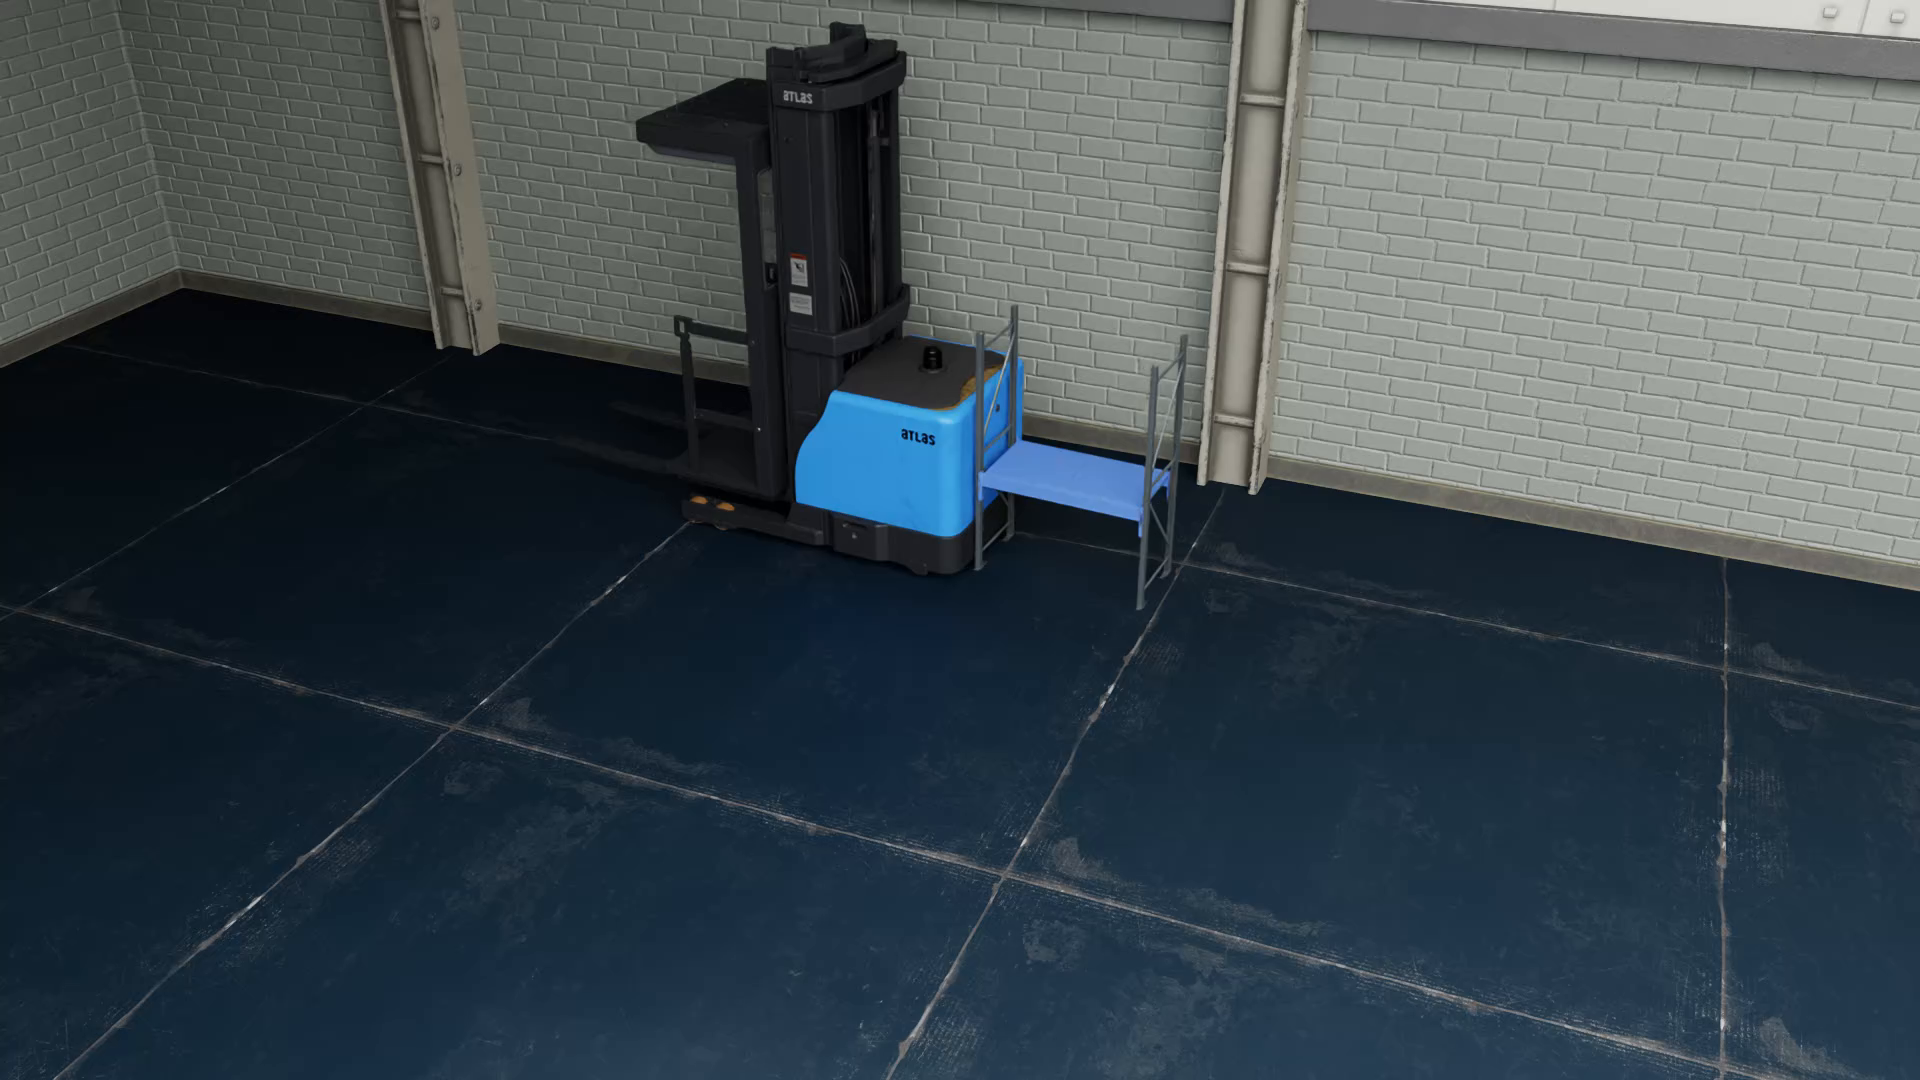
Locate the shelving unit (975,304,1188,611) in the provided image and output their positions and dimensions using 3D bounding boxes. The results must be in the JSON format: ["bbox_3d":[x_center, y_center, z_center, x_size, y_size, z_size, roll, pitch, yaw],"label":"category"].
[{"bbox_3d":[0.668,-0.472,9.472,1.048,1.500,0.538,14,32,22],"label":"shelving unit"}]

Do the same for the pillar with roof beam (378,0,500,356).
[{"bbox_3d":[-5.403,-3.461,7.139,0.400,9.000,9.100,11,31,19],"label":"pillar with roof beam"}]

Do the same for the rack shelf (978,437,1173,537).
[{"bbox_3d":[0.668,-0.315,9.561,1.000,0.185,0.538,14,32,22],"label":"rack shelf"}]

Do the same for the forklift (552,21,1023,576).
[{"bbox_3d":[-1.161,-1.555,9.934,3.031,2.935,1.130,14,32,22],"label":"forklift"}]

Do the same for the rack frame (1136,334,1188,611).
[{"bbox_3d":[1.125,-0.362,9.278,0.032,1.500,0.500,14,32,22],"label":"rack frame"}]

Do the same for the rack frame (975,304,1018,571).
[{"bbox_3d":[0.211,-0.582,9.666,0.032,1.500,0.500,14,32,22],"label":"rack frame"}]

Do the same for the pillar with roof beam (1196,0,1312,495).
[{"bbox_3d":[0.157,-2.351,5.175,0.400,9.000,9.100,11,31,19],"label":"pillar with roof beam"}]
